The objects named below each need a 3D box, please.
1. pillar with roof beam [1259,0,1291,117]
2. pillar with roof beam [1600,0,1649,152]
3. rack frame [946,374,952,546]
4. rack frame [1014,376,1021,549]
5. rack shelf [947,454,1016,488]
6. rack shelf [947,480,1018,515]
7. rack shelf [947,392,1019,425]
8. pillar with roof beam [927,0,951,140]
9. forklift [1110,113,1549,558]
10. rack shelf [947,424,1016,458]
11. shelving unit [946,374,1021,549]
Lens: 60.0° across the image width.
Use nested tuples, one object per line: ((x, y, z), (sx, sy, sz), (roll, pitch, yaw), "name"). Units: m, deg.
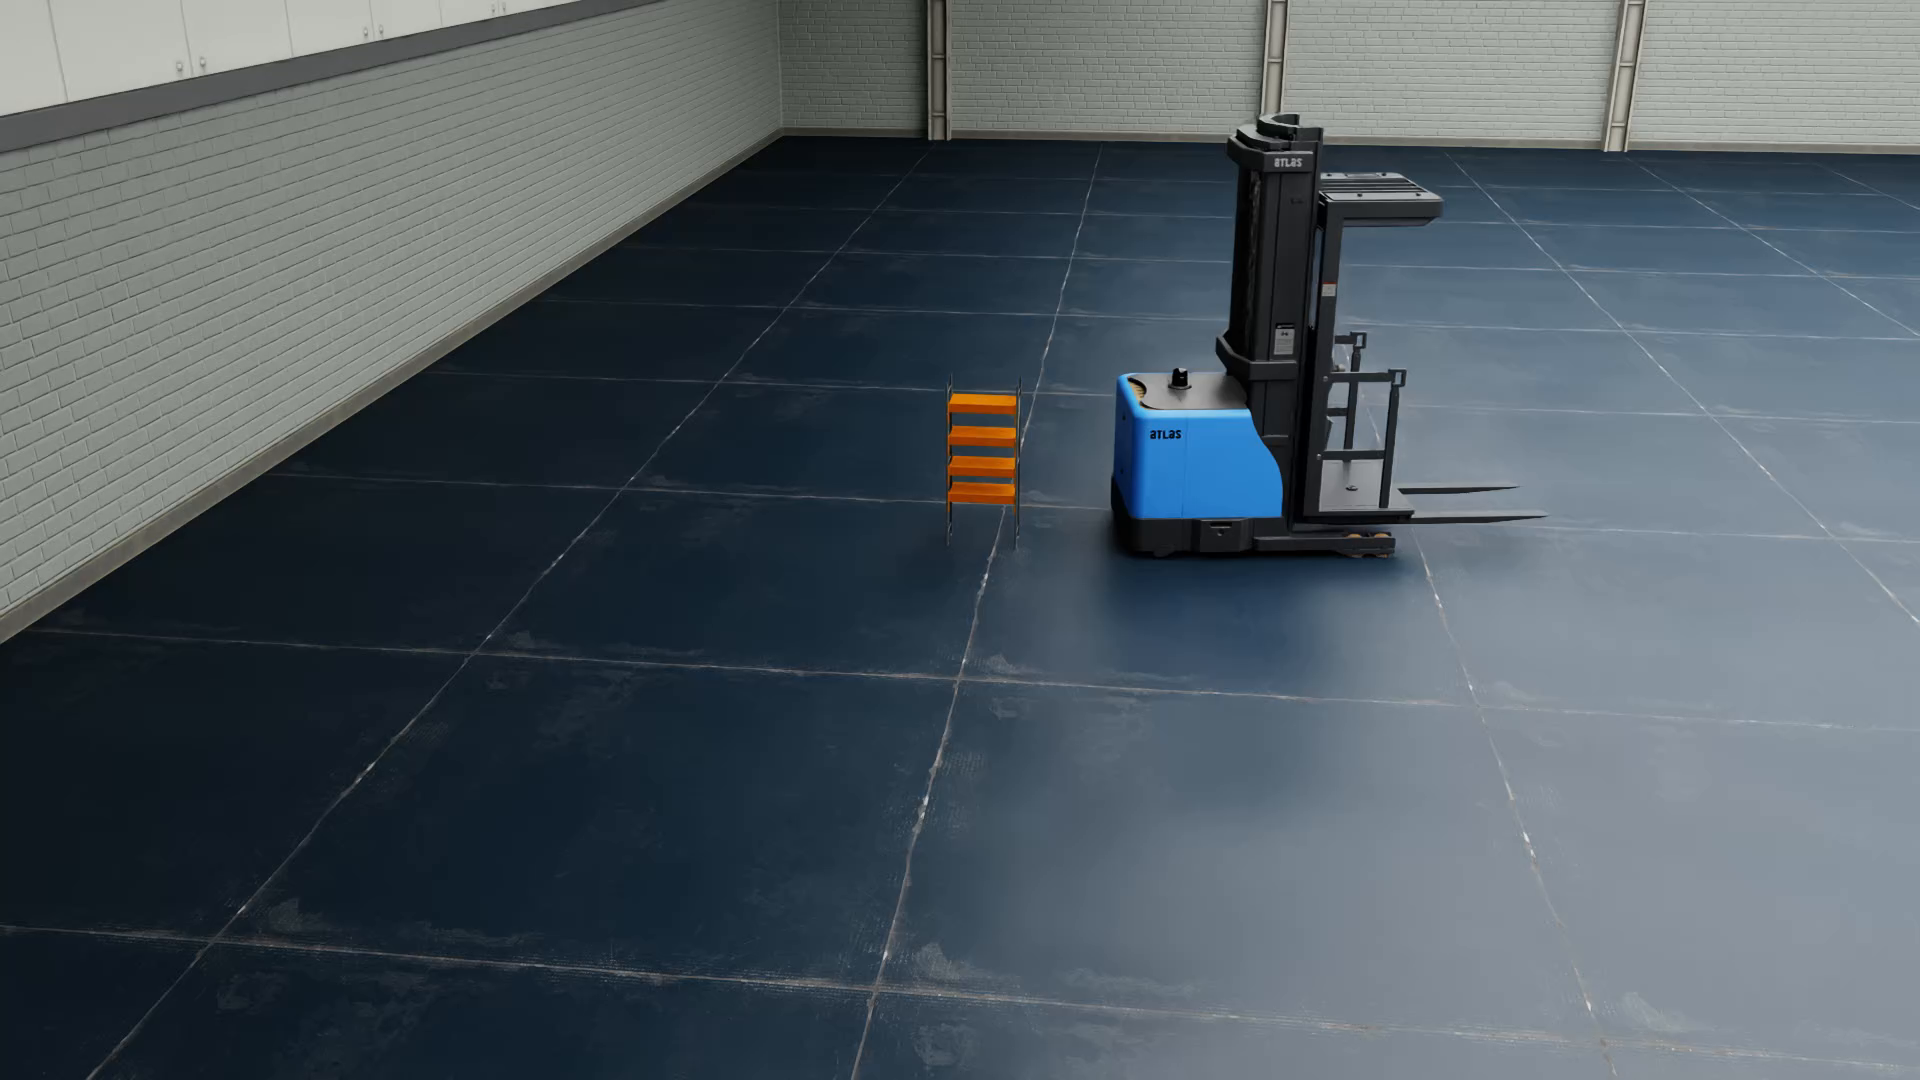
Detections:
((5.078, -9.755, 24.401), (0.400, 9.000, 9.100), (2, 22, 6), "pillar with roof beam")
((11.037, -9.495, 23.744), (0.400, 9.000, 9.100), (2, 22, 6), "pillar with roof beam")
((-0.078, -0.561, 11.755), (0.015, 1.200, 0.240), (2, 22, 6), "rack frame")
((0.407, -0.540, 11.701), (0.015, 1.200, 0.240), (2, 22, 6), "rack frame")
((0.164, -0.488, 11.753), (0.480, 0.148, 0.258), (2, 22, 6), "rack shelf")
((0.164, -0.304, 11.826), (0.480, 0.148, 0.258), (2, 22, 6), "rack shelf")
((0.164, -0.916, 11.584), (0.480, 0.148, 0.258), (2, 22, 6), "rack shelf")
((-0.880, -10.014, 25.058), (0.400, 9.000, 9.100), (2, 22, 6), "pillar with roof beam")
((2.658, -1.431, 11.599), (3.031, 2.935, 1.130), (-1, 22, -2), "forklift")
((0.164, -0.696, 11.671), (0.480, 0.148, 0.258), (2, 22, 6), "rack shelf")
((0.164, -0.551, 11.728), (0.503, 1.200, 0.258), (2, 22, 6), "shelving unit")
